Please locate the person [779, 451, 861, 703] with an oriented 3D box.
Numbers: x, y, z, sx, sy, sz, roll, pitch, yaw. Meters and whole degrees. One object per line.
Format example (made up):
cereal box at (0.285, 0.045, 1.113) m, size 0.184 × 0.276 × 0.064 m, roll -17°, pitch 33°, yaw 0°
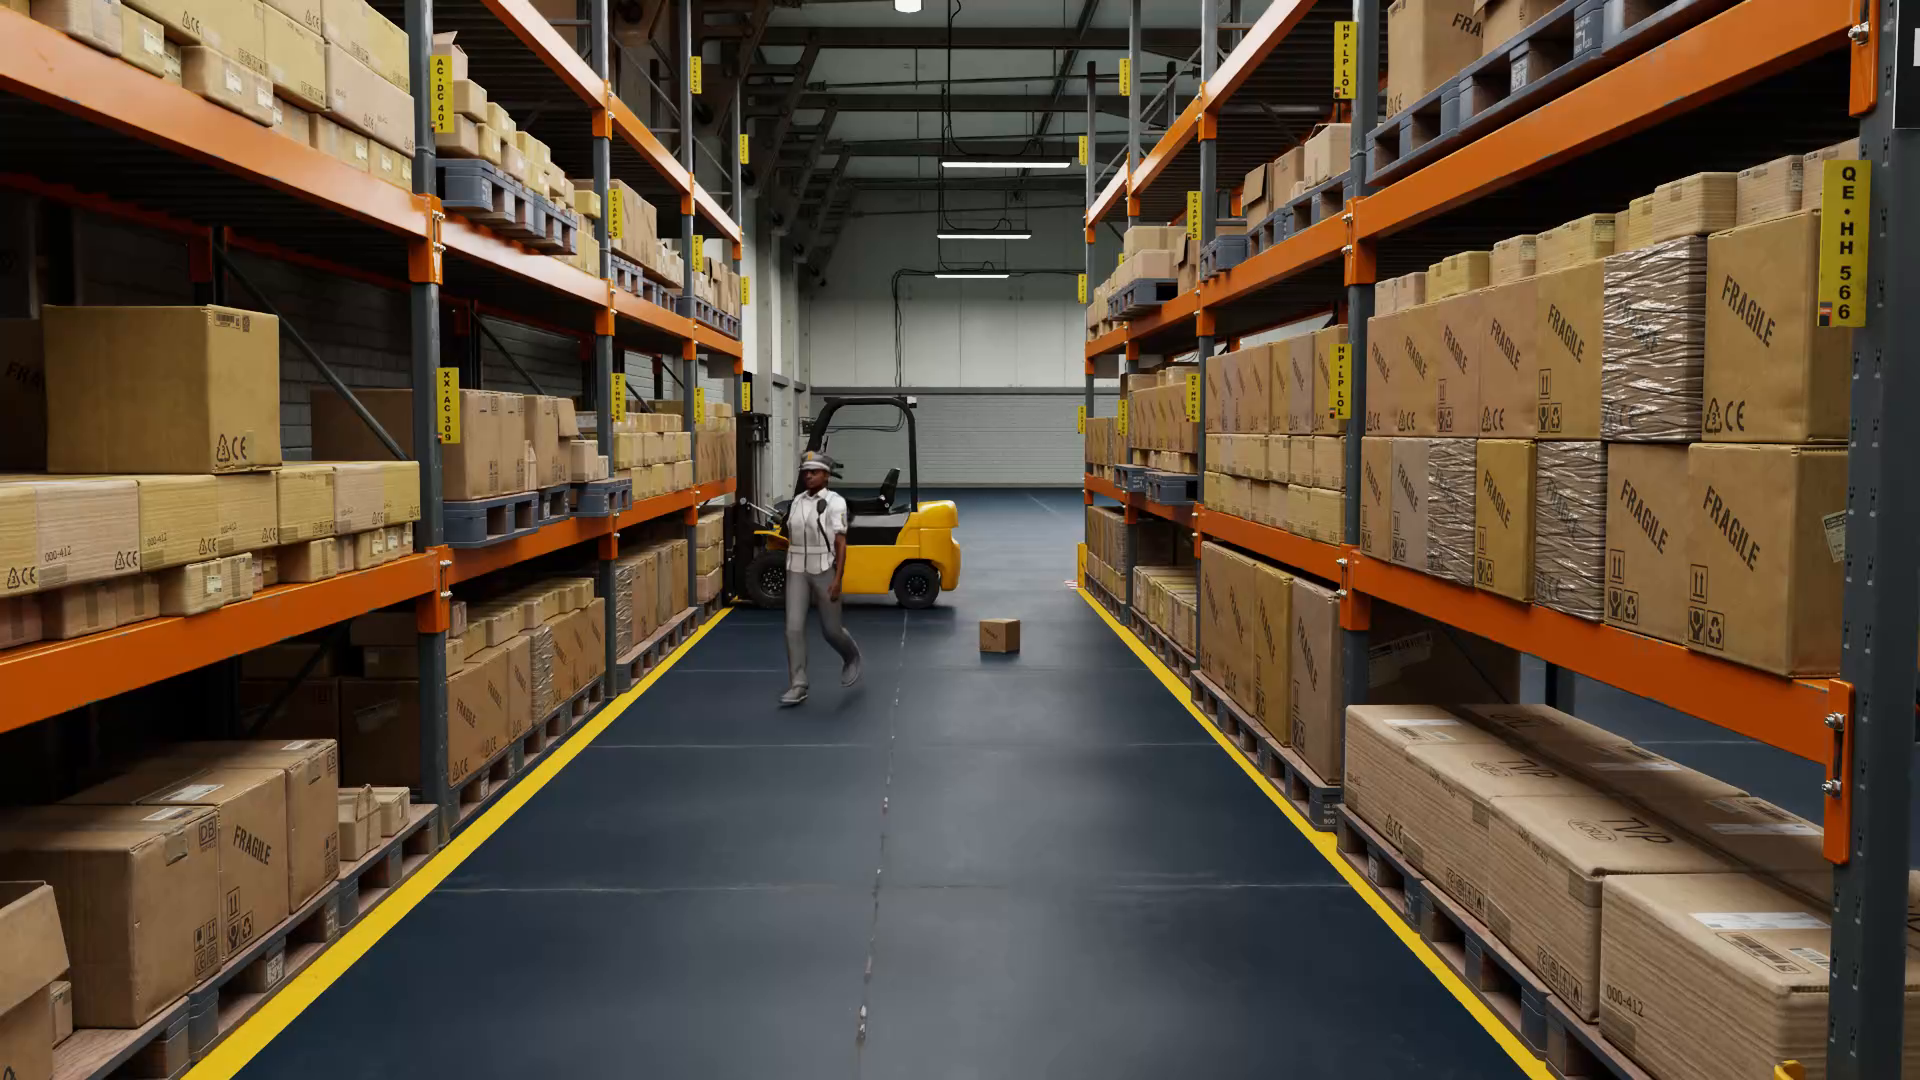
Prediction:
person at (-0.954, 0.230, 11.208) m, size 0.443 × 1.664 × 0.775 m, roll 1°, pitch 4°, yaw 21°
